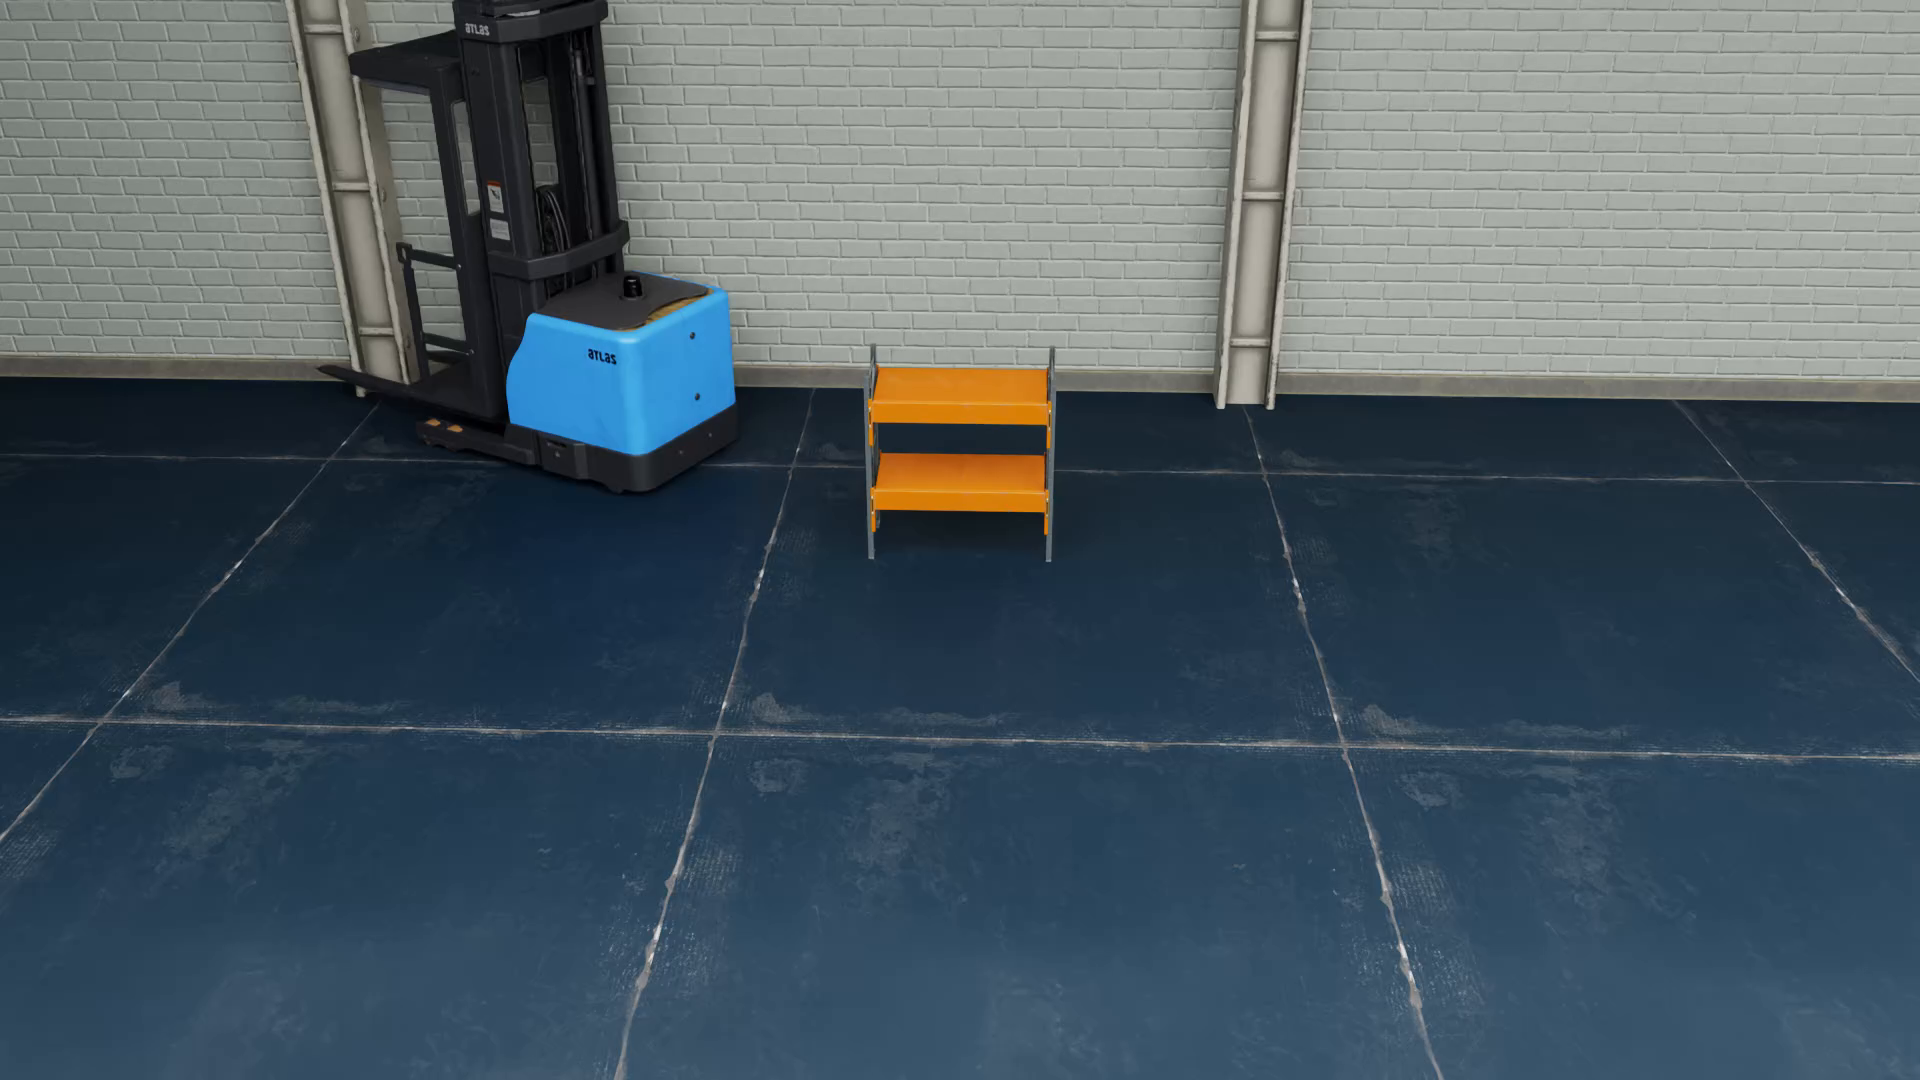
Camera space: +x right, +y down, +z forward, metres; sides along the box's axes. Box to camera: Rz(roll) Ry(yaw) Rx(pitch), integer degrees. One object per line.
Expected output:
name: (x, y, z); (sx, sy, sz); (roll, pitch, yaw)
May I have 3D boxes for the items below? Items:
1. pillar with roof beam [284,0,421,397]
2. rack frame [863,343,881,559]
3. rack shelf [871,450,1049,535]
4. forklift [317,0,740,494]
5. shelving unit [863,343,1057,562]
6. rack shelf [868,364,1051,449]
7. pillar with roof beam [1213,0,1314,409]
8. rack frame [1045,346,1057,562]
pillar with roof beam: (-4.176, -3.036, 5.869); (0.400, 9.000, 9.100); (1, 28, 2)
rack frame: (-0.501, -0.505, 9.502); (0.032, 1.125, 0.500); (1, 28, 2)
rack shelf: (0.007, -0.281, 9.601); (1.000, 0.278, 0.538); (1, 28, 2)
forklift: (-2.975, -2.071, 10.528); (3.031, 2.935, 1.130); (15, 31, 26)
shelving unit: (0.007, -0.497, 9.486); (1.048, 1.125, 0.538); (1, 28, 2)
rack shelf: (0.007, -0.755, 9.349); (1.000, 0.278, 0.538); (1, 28, 2)
pillar with roof beam: (1.820, -2.937, 5.682); (0.400, 9.000, 9.100); (1, 28, 2)
rack frame: (0.515, -0.488, 9.470); (0.032, 1.125, 0.500); (1, 28, 2)
